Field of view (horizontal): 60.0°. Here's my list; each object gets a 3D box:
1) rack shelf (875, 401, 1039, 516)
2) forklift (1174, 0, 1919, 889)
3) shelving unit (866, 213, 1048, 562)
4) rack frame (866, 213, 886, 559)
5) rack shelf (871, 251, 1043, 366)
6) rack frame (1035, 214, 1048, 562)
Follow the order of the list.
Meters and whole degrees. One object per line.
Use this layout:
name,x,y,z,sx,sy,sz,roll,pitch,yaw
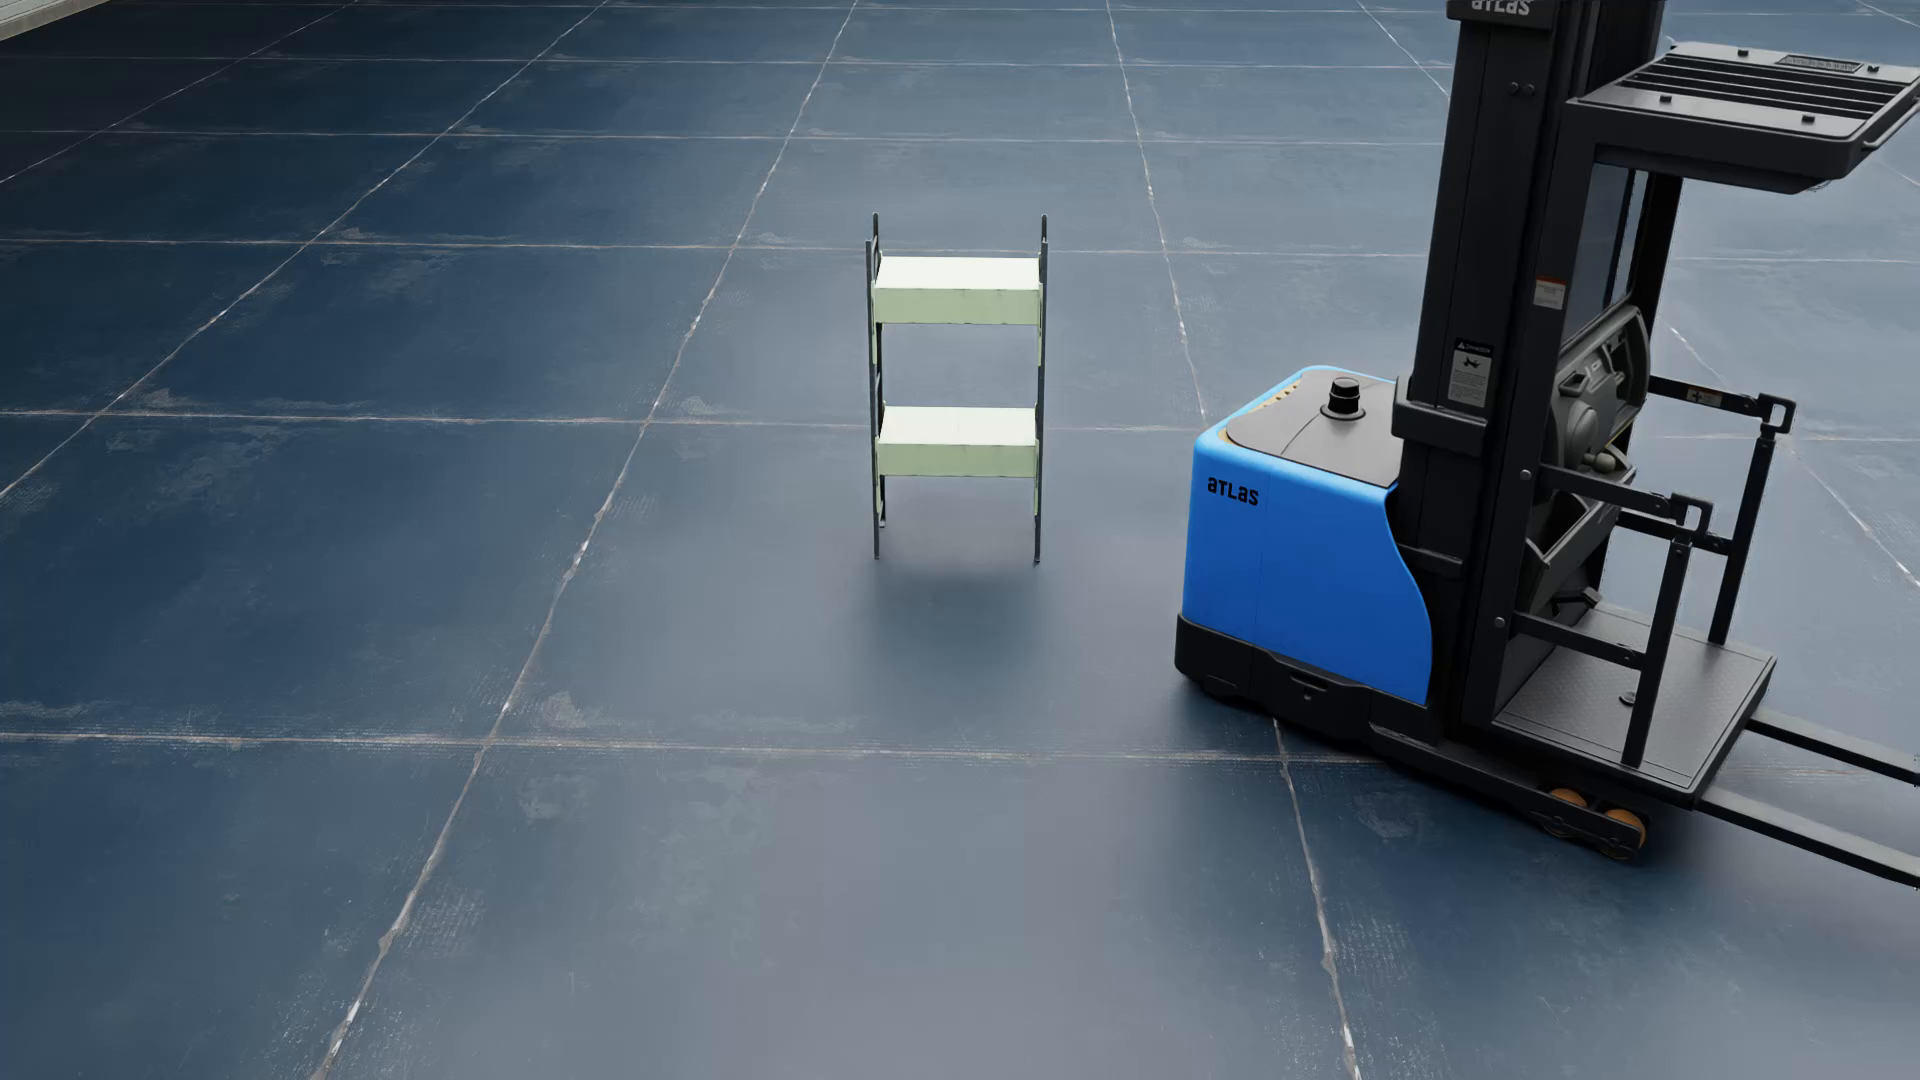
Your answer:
rack shelf,-0.007,-0.375,7.552,0.720,0.370,0.431,1,28,2
forklift,2.336,-0.486,5.537,3.031,2.935,1.130,20,34,33
shelving unit,-0.007,-0.663,7.399,0.755,1.500,0.431,1,28,2
rack frame,-0.372,-0.669,7.410,0.023,1.500,0.400,1,28,2
rack shelf,-0.007,-1.008,7.216,0.720,0.370,0.431,1,28,2
rack frame,0.359,-0.657,7.388,0.023,1.500,0.400,1,28,2
